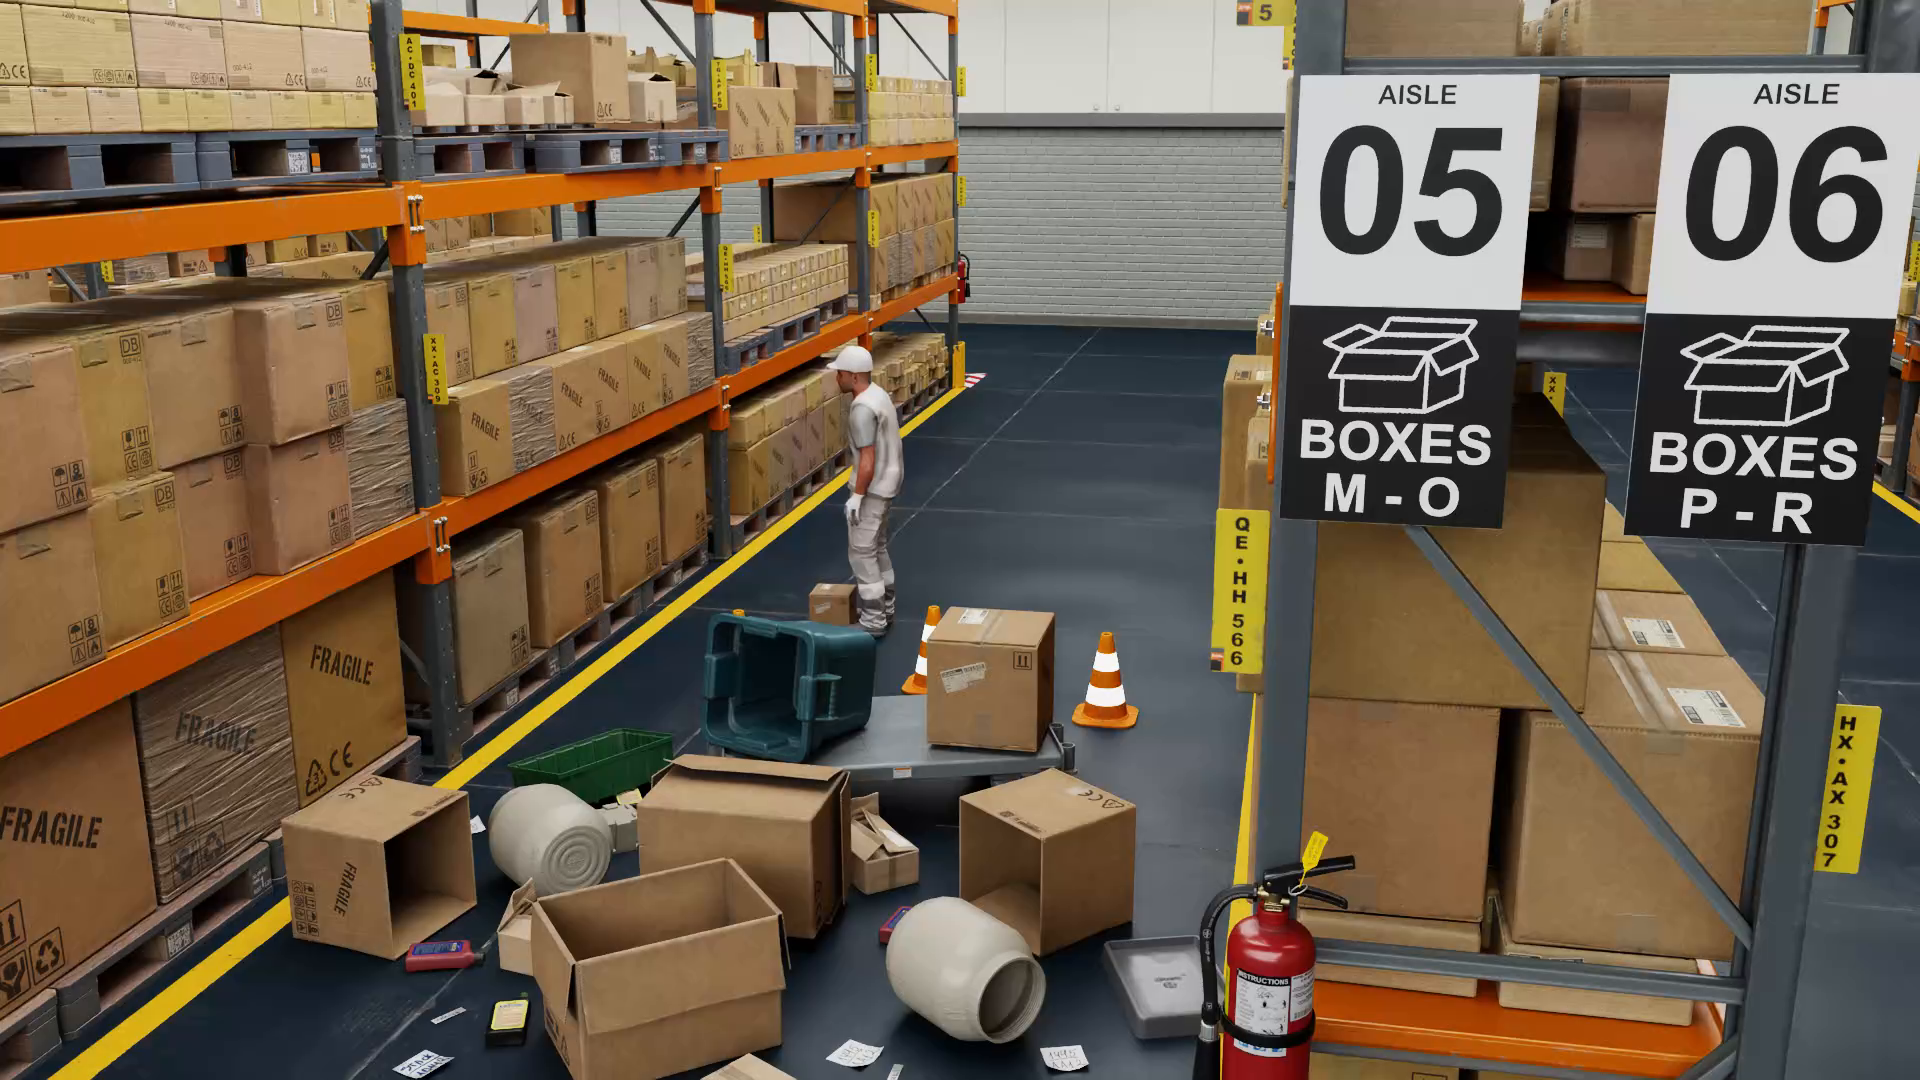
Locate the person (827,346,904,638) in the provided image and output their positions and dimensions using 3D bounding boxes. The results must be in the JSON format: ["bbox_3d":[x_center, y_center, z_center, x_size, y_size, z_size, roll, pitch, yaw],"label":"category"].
[{"bbox_3d":[-0.570,-0.295,10.119,0.446,1.780,0.620,2,15,8],"label":"person"}]
